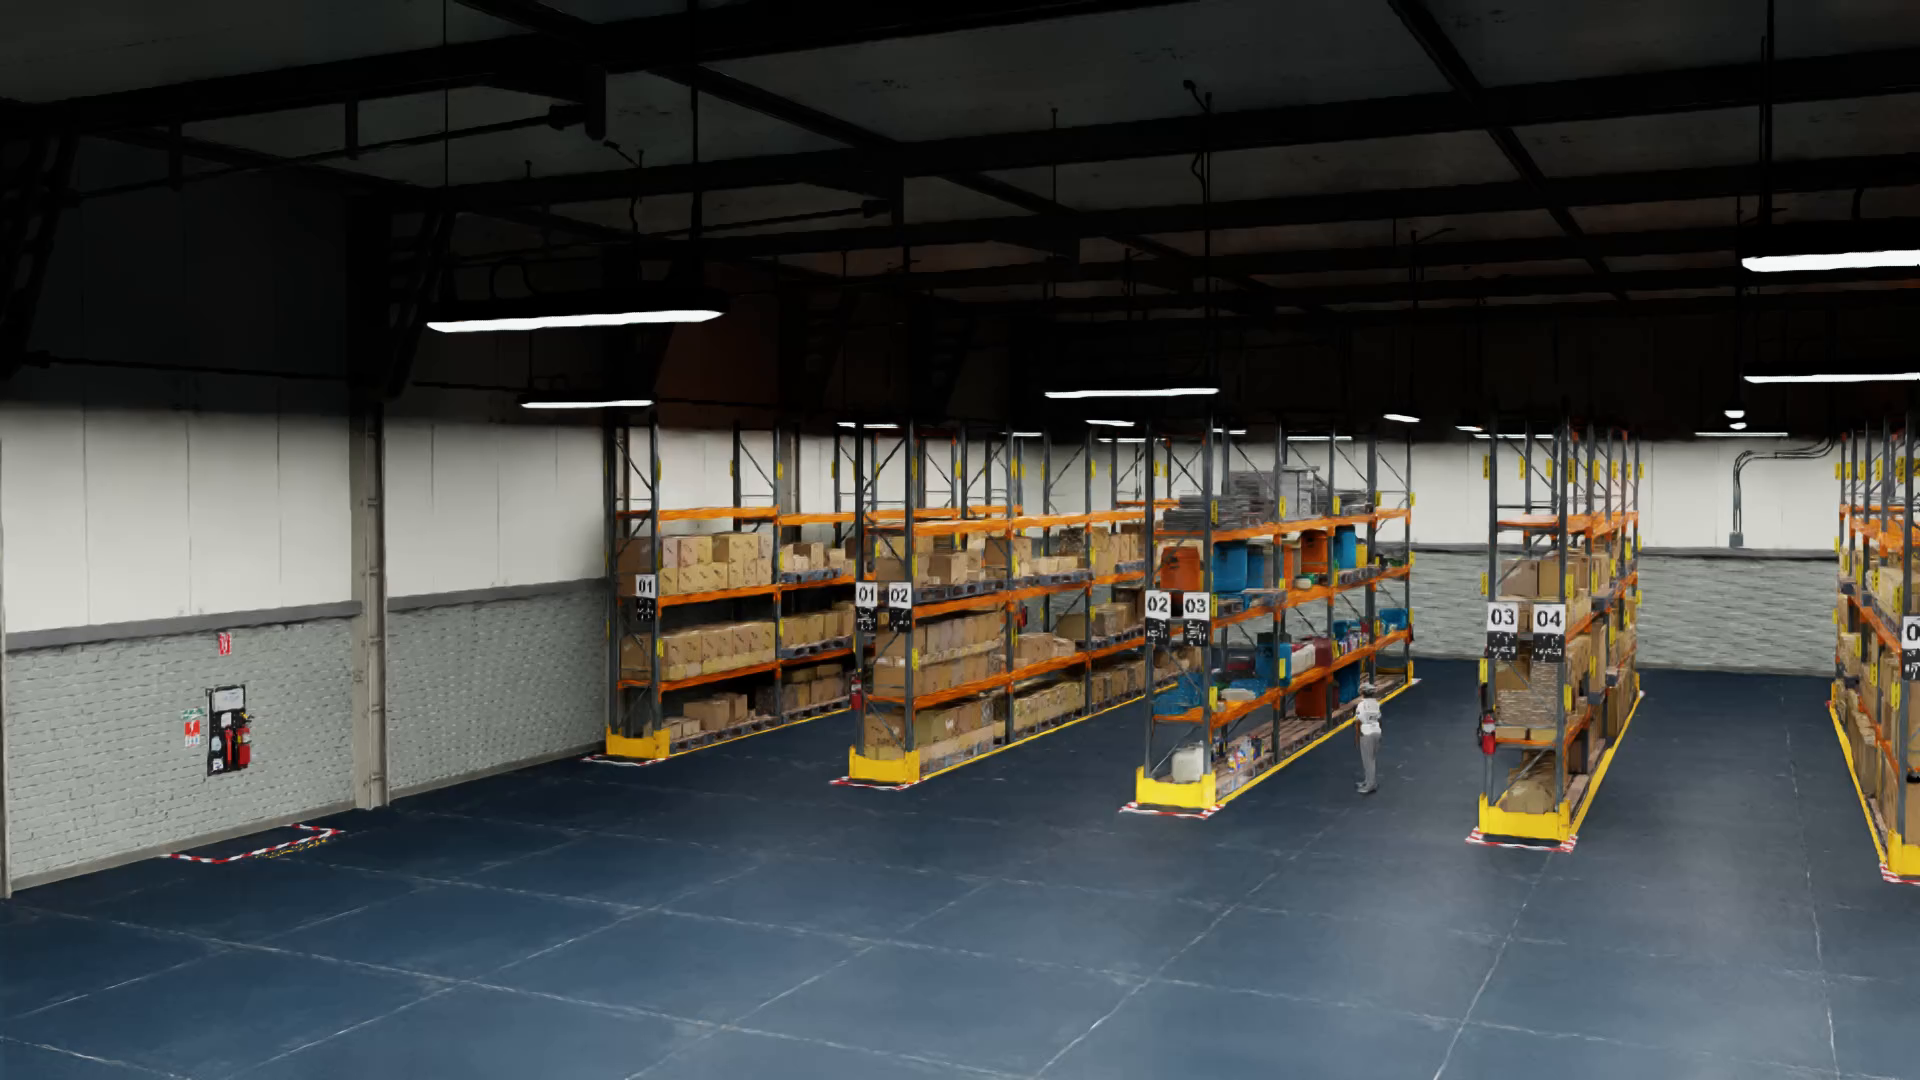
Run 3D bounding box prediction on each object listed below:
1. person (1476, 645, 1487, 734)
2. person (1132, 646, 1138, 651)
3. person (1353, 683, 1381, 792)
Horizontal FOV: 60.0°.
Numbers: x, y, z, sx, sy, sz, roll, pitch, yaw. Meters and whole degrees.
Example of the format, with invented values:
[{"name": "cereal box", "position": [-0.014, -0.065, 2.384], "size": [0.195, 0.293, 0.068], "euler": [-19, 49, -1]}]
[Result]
[{"name": "person", "position": [9.957, 2.803, 31.474], "size": [0.578, 1.724, 0.499], "euler": [-2, 3, -34]}, {"name": "person", "position": [4.807, 2.235, 46.214], "size": [0.514, 1.659, 0.529], "euler": [0, 2, -10]}, {"name": "person", "position": [6.346, 3.064, 25.942], "size": [0.581, 1.663, 0.551], "euler": [-2, 3, -38]}]
